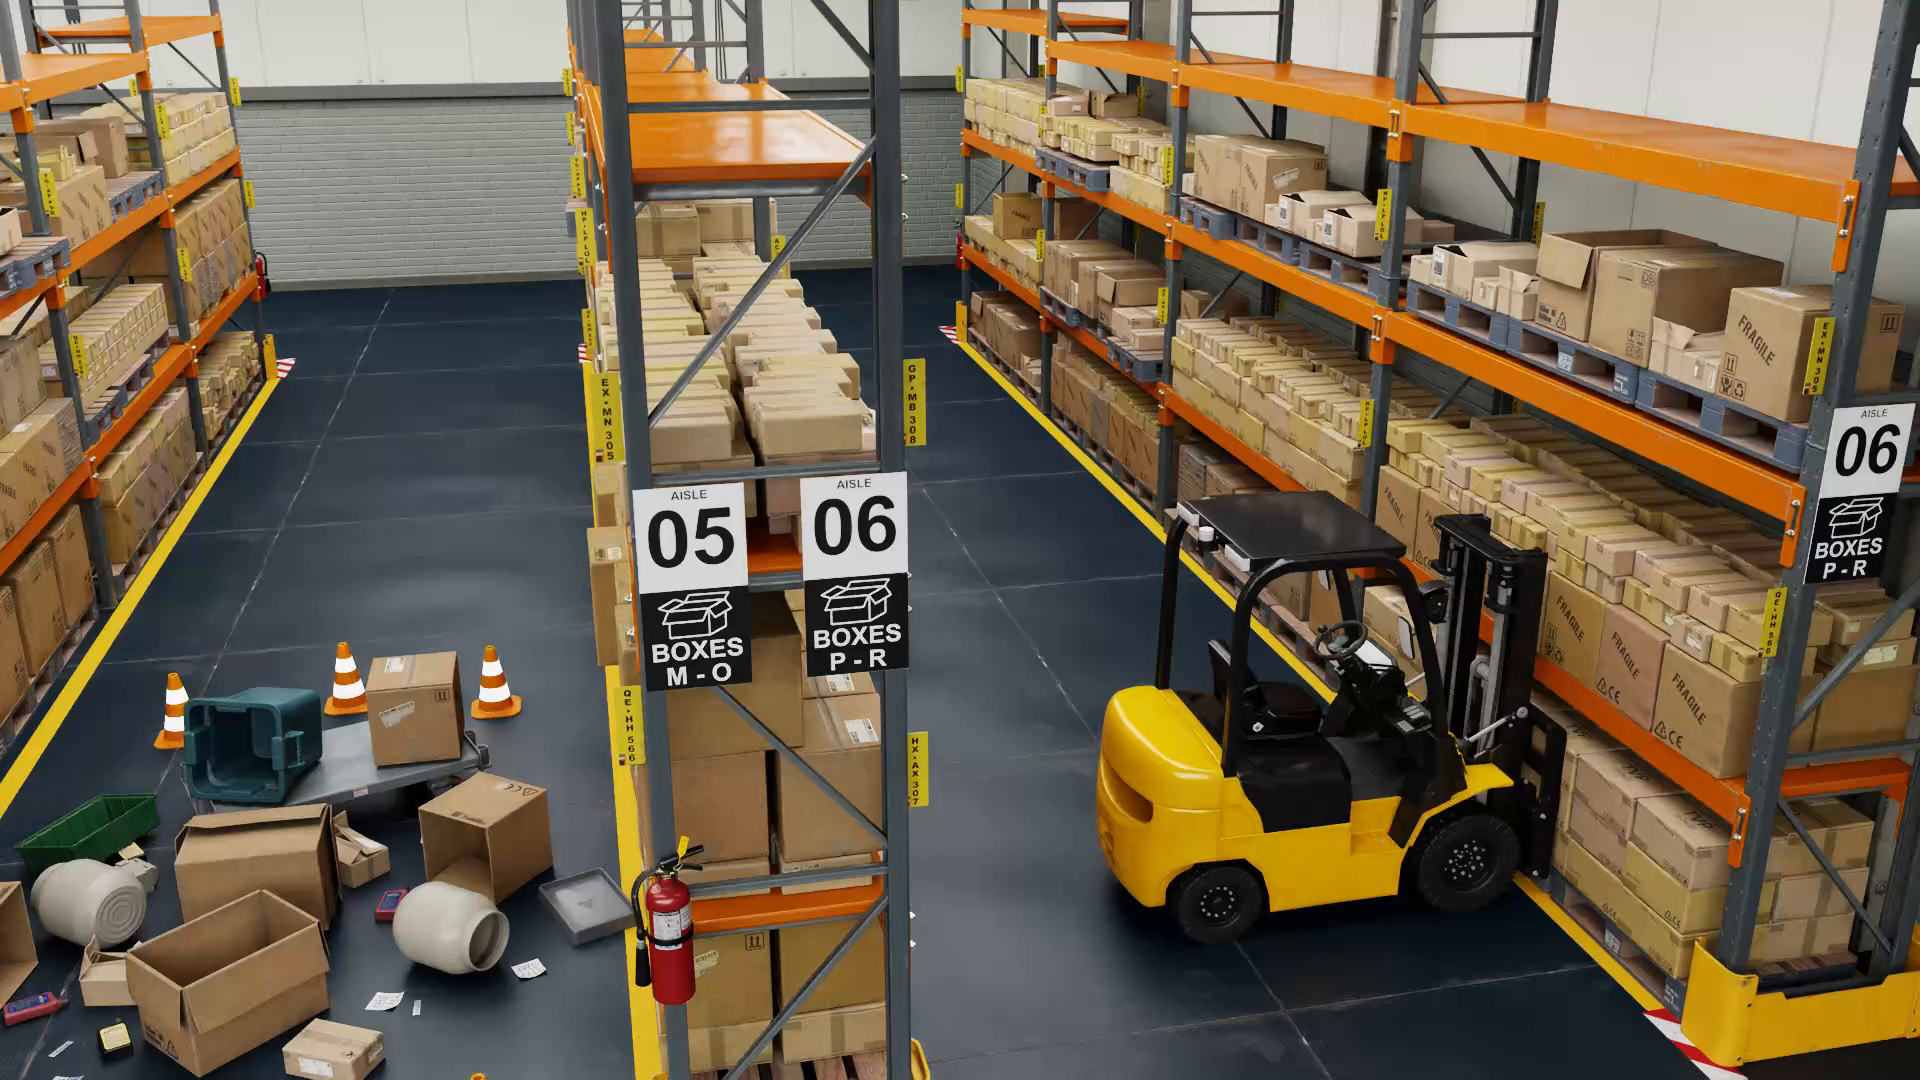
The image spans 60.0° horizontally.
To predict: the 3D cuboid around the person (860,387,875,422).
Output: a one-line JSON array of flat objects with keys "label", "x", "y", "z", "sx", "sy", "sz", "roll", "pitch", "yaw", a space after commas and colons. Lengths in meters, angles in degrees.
[{"label": "person", "x": -0.872, "y": -0.492, "z": 13.742, "sx": 0.626, "sy": 1.761, "sz": 0.459, "roll": -5, "pitch": 20, "yaw": -14}]
